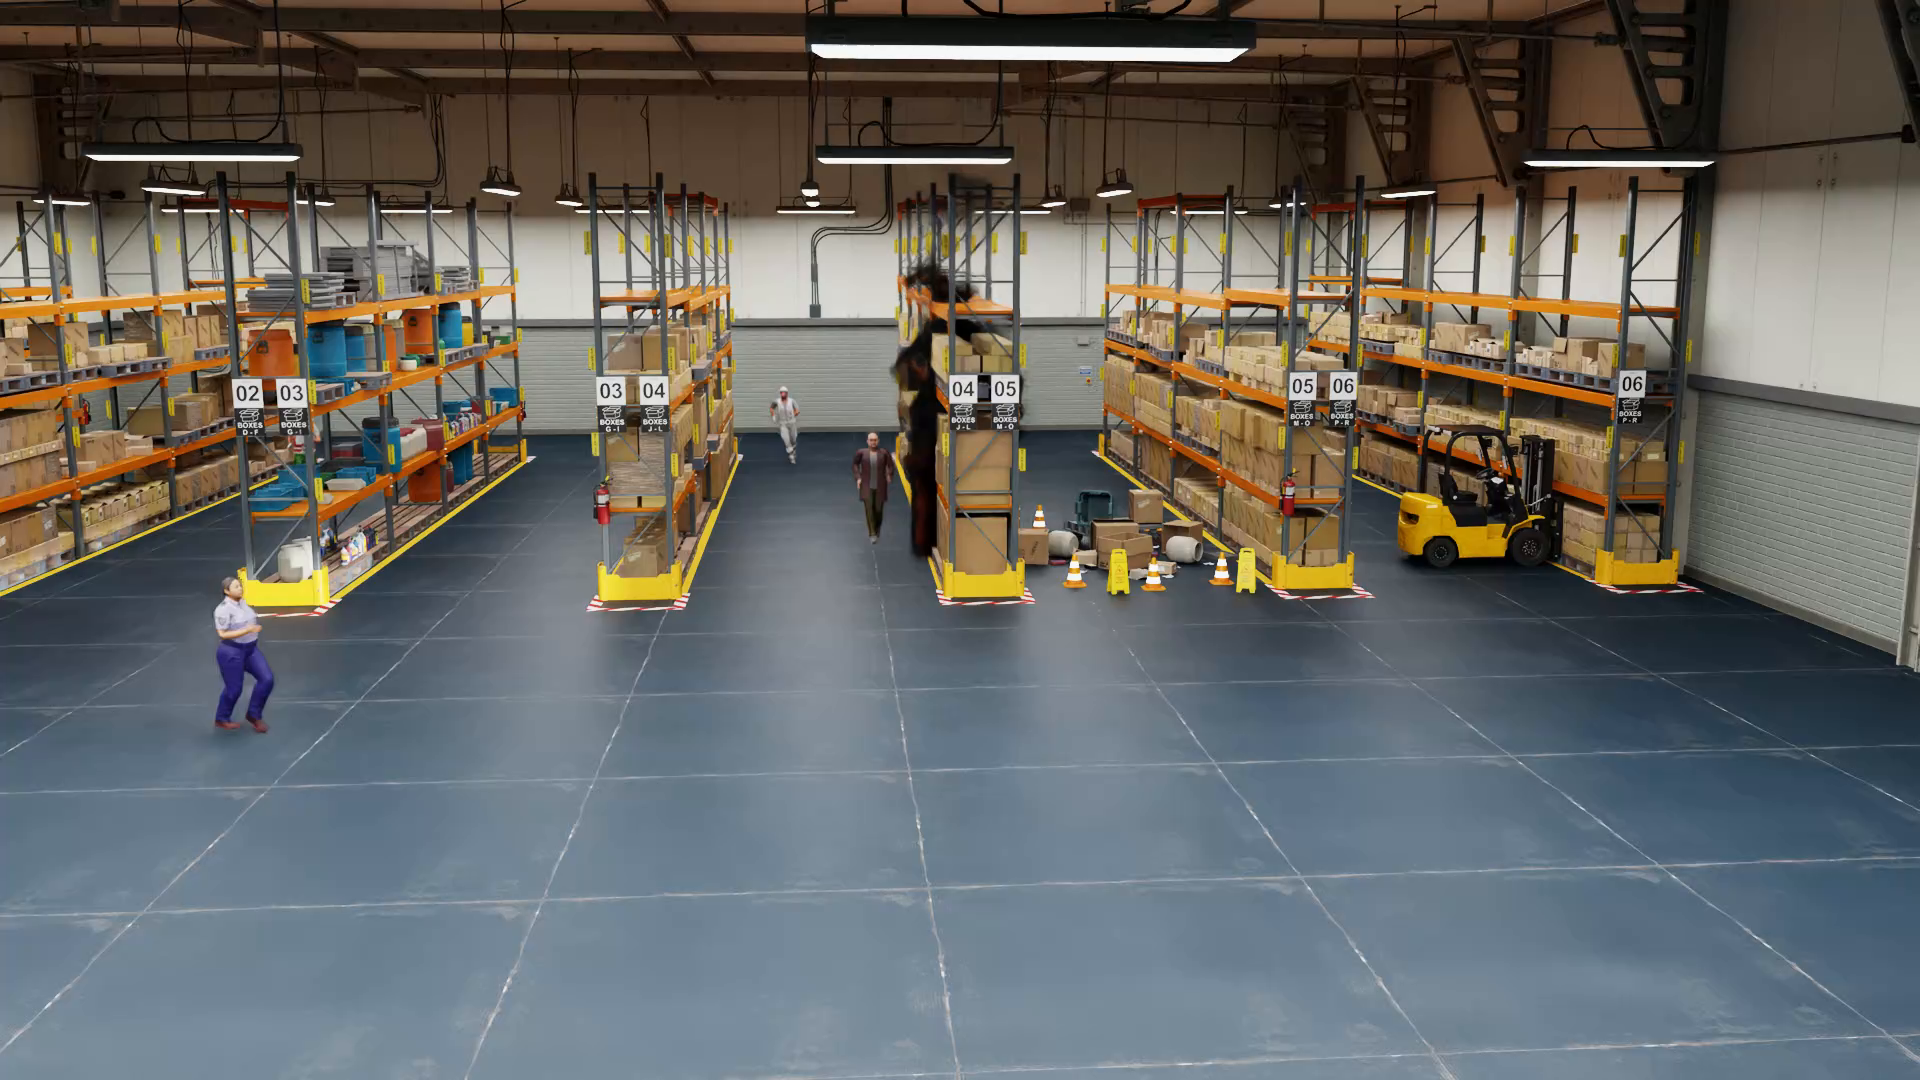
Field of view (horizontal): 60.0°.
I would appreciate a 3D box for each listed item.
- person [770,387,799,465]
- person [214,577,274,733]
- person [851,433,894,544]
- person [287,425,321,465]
[{"bbox_3d":[-4.063,-2.682,38.695,0.660,1.775,0.999,-2,10,-11],"label":"person"},{"bbox_3d":[-7.427,1.216,17.198,0.663,1.678,0.582,3,10,17],"label":"person"},{"bbox_3d":[-1.410,-0.859,26.922,0.693,1.767,0.790,-1,10,-5],"label":"person"},{"bbox_3d":[-13.018,-1.705,33.028,0.660,1.782,0.991,-2,10,-14],"label":"person"}]
